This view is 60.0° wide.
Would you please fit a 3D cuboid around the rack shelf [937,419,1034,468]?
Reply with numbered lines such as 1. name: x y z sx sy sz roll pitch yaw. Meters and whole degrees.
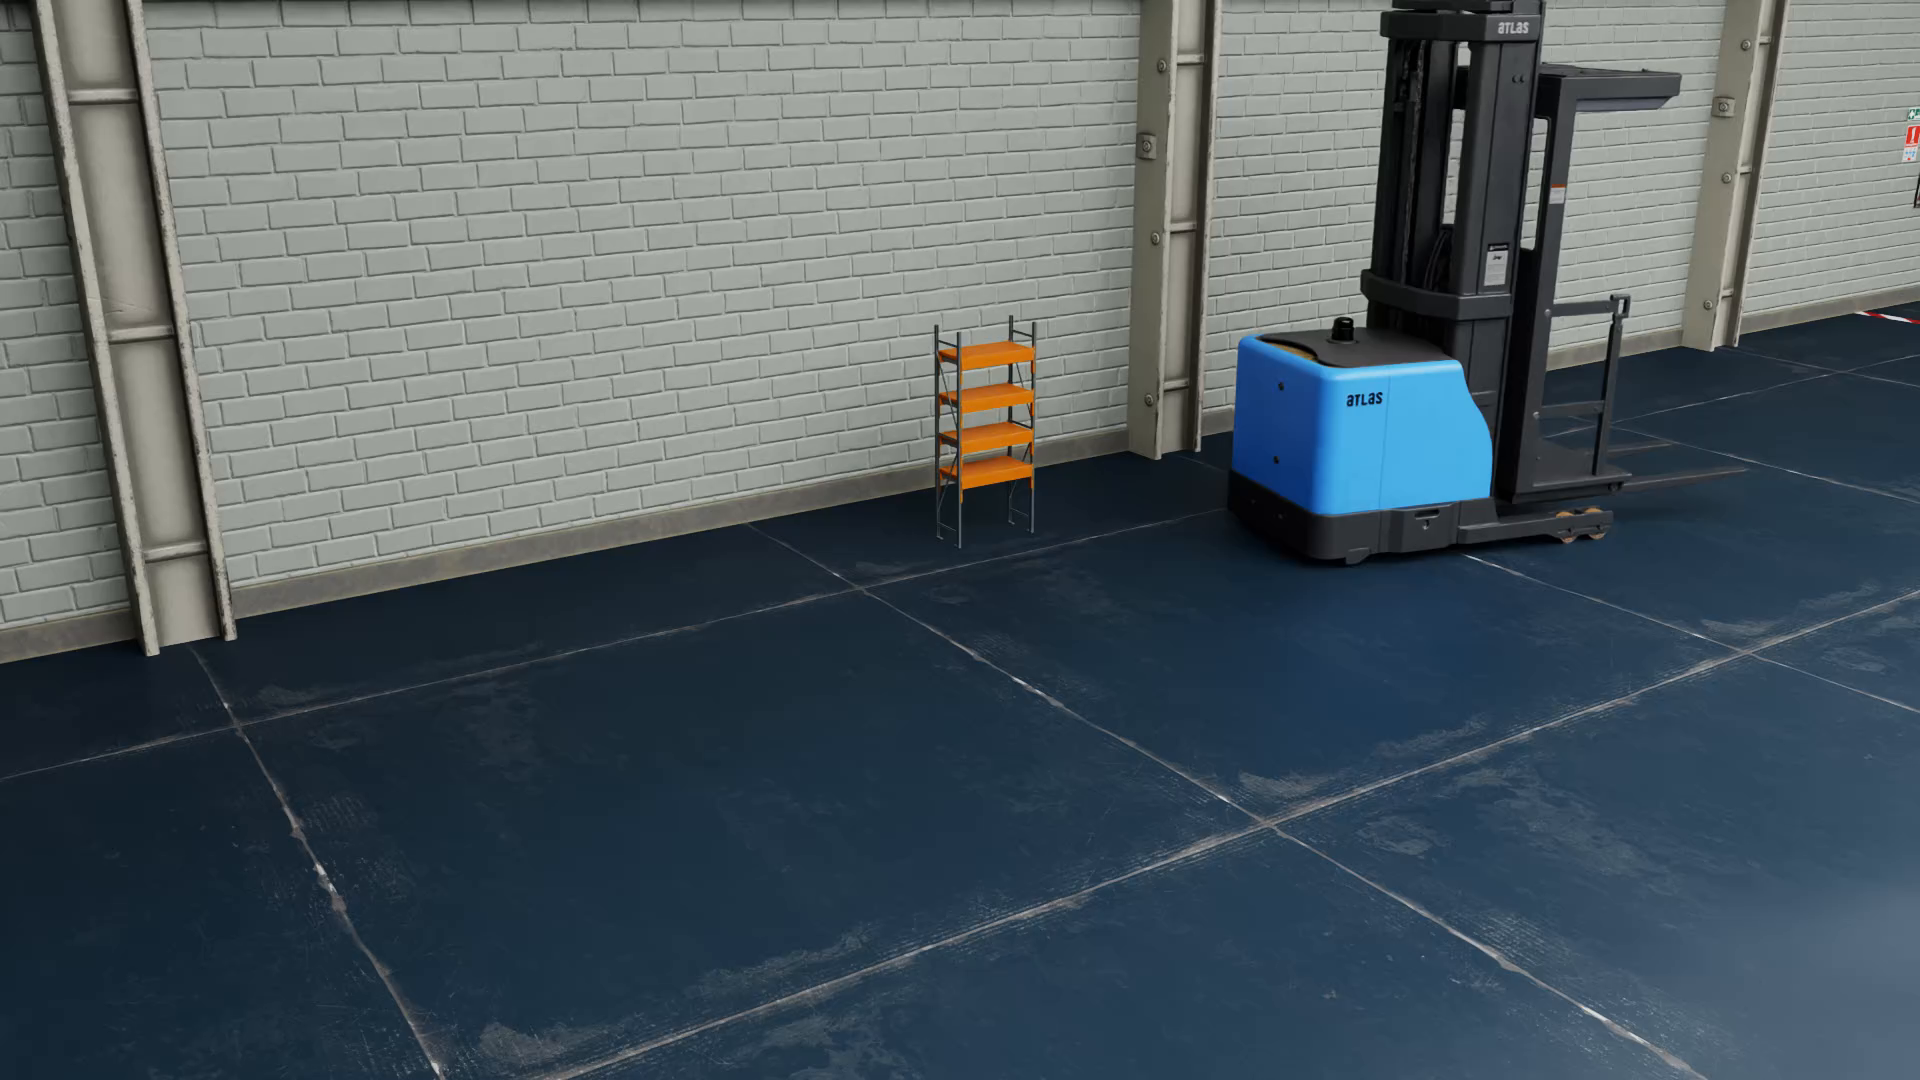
1. rack shelf: 0.138 -0.534 9.160 0.480 0.148 0.258 -12 22 -31

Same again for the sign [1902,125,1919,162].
1. sign: 8.764 -3.653 15.310 0.234 0.329 0.001 -12 22 -31

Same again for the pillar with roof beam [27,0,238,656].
1. pillar with roof beam: -1.299 -2.651 3.035 0.400 9.000 9.100 -12 22 -31

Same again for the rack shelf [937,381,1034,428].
1. rack shelf: 0.138 -0.746 9.089 0.480 0.148 0.258 -12 22 -31

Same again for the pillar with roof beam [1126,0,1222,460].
1. pillar with roof beam: 3.713 -3.708 6.161 0.400 9.000 9.100 -12 22 -31

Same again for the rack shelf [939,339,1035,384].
1. rack shelf: 0.138 -0.970 9.013 0.480 0.148 0.258 -12 22 -31

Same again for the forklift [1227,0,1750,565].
1. forklift: 3.107 -1.529 9.190 3.031 2.935 1.130 -7 20 -19

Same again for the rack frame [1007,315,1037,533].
1. rack frame: 0.342 -0.641 9.266 0.015 1.200 0.240 -12 22 -31

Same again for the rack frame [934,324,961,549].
1. rack frame: -0.066 -0.555 9.012 0.015 1.200 0.240 -12 22 -31

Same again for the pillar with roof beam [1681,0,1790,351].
1. pillar with roof beam: 8.724 -4.764 9.287 0.400 9.000 9.100 -12 22 -31

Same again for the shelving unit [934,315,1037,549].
1. shelving unit: 0.138 -0.598 9.139 0.503 1.200 0.258 -12 22 -31

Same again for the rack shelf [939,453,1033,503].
1. rack shelf: 0.138 -0.346 9.224 0.480 0.148 0.258 -12 22 -31

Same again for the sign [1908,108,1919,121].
1. sign: 8.772 -3.902 15.221 0.331 0.109 0.001 -12 22 -31

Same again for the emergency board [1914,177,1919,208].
1. emergency board: 9.265 -3.709 15.532 0.626 1.169 0.157 -12 22 -31
